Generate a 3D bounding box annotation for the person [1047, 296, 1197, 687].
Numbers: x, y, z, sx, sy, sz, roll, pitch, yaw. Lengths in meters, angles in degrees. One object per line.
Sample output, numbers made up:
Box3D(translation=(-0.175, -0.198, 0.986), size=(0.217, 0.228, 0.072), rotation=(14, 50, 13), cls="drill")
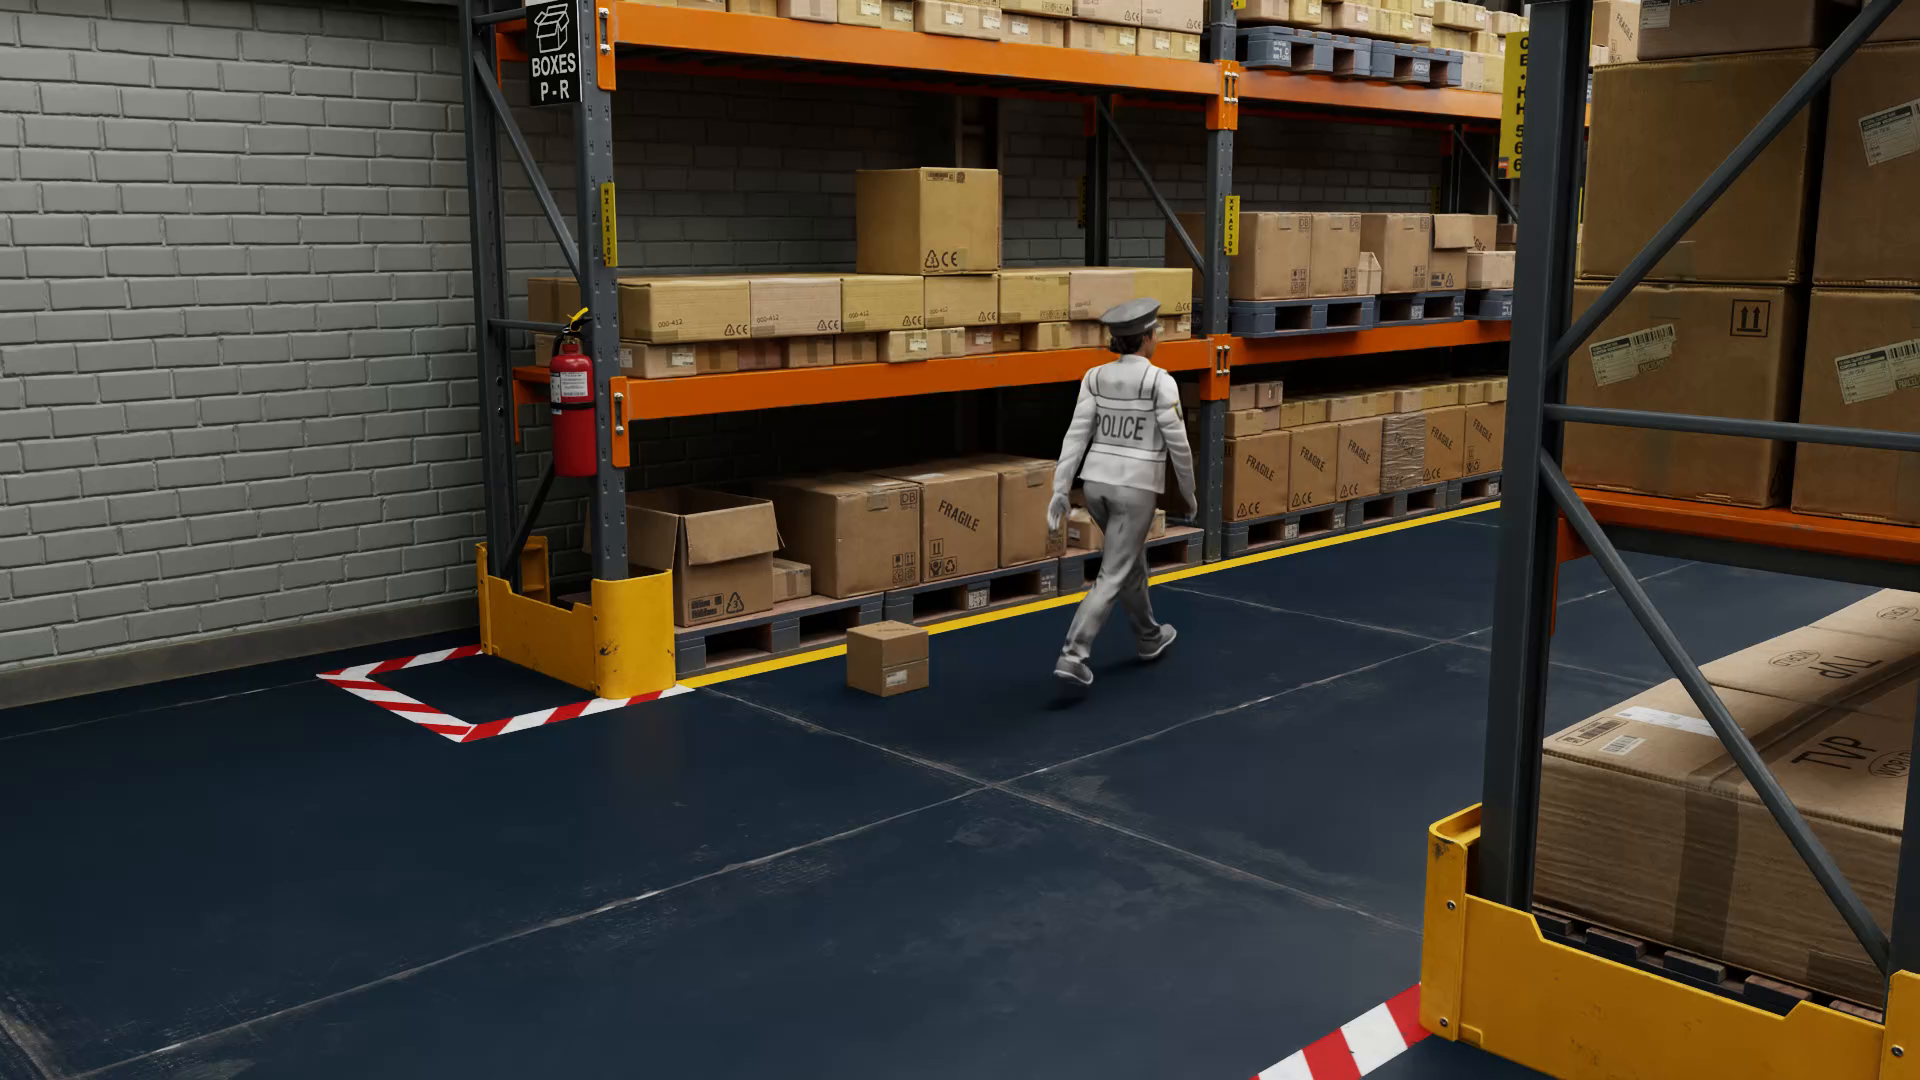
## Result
Box3D(translation=(0.702, -0.212, 7.049), size=(0.523, 1.619, 1.085), rotation=(10, 14, 42), cls="person")
